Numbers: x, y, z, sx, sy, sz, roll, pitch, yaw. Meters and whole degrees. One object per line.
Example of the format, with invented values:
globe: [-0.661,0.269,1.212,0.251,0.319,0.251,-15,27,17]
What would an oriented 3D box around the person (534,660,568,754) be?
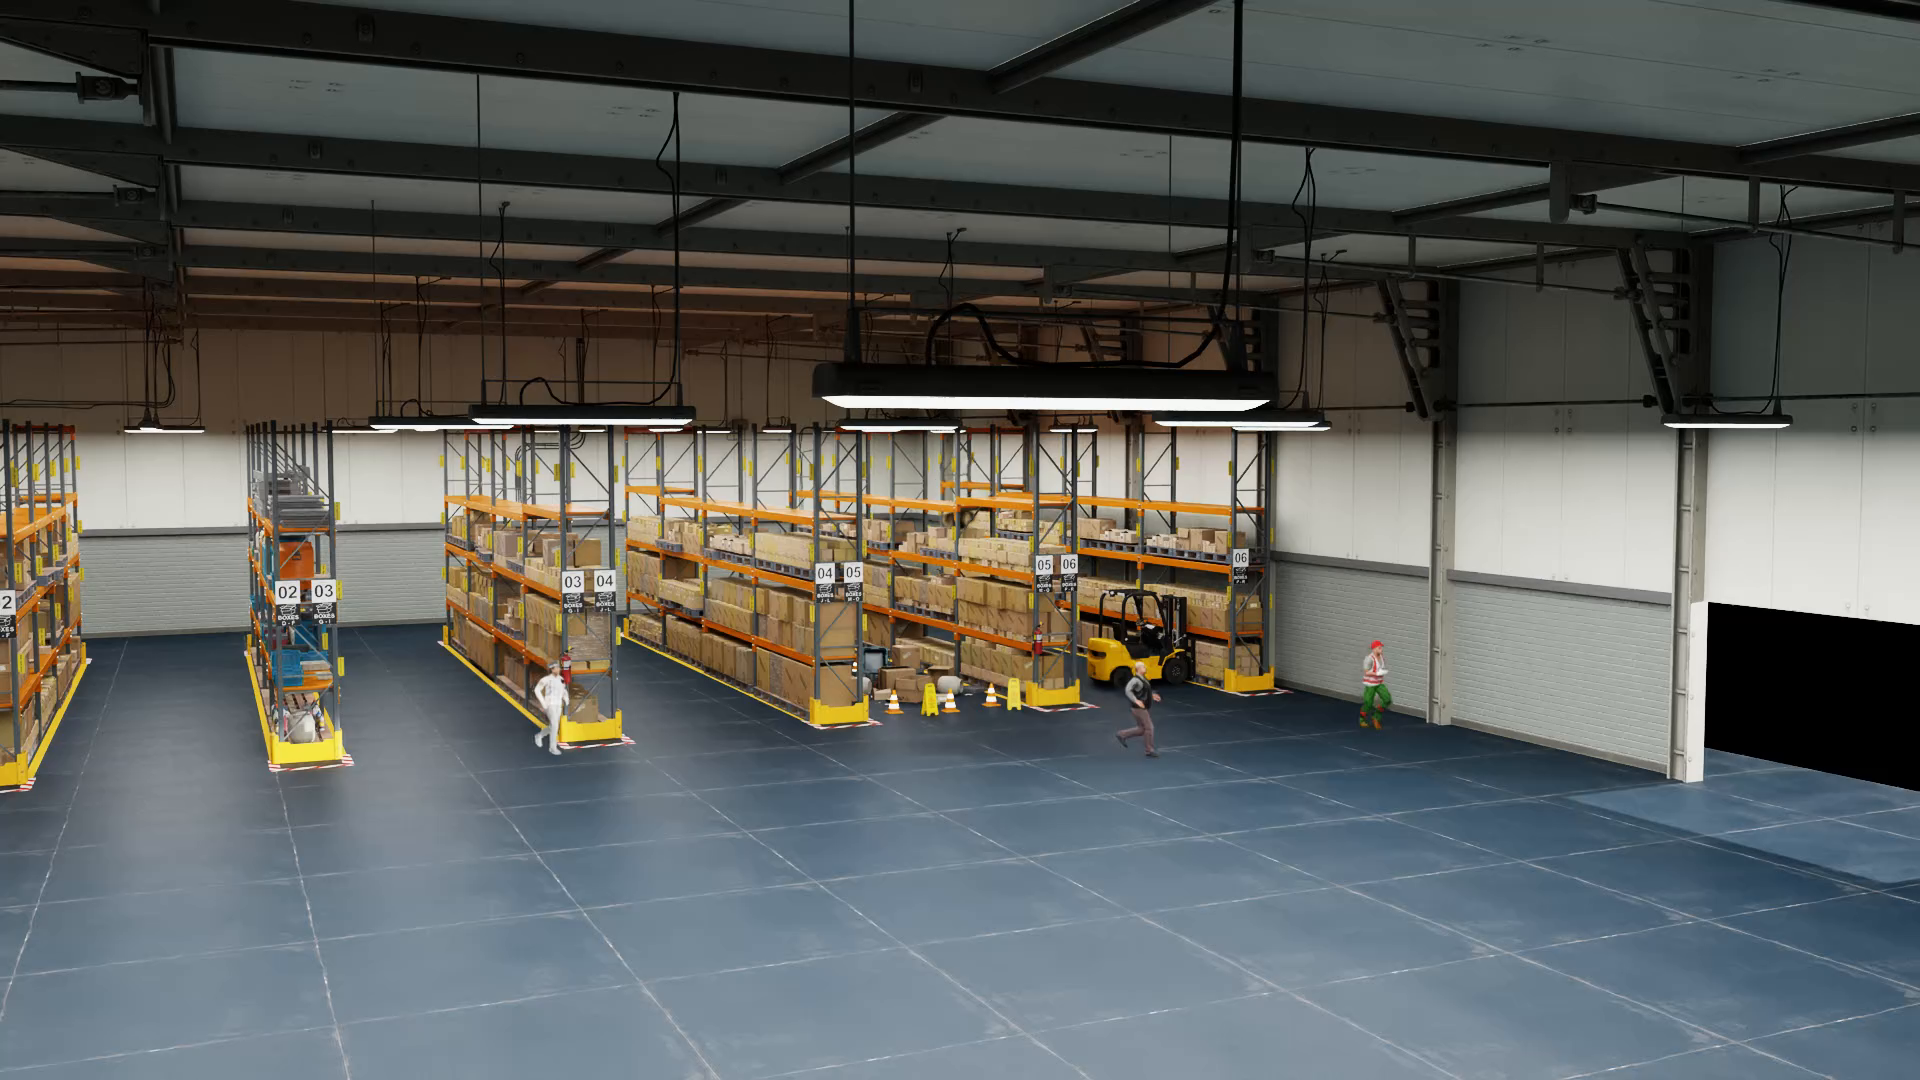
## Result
person: [-7.415,3.019,30.202,0.706,1.677,0.655,2,4,33]

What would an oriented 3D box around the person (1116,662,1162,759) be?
person: [3.191,3.026,29.687,0.868,1.718,0.662,1,4,20]

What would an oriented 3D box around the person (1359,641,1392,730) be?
person: [8.040,2.810,32.220,0.696,1.751,0.813,-2,4,-34]
